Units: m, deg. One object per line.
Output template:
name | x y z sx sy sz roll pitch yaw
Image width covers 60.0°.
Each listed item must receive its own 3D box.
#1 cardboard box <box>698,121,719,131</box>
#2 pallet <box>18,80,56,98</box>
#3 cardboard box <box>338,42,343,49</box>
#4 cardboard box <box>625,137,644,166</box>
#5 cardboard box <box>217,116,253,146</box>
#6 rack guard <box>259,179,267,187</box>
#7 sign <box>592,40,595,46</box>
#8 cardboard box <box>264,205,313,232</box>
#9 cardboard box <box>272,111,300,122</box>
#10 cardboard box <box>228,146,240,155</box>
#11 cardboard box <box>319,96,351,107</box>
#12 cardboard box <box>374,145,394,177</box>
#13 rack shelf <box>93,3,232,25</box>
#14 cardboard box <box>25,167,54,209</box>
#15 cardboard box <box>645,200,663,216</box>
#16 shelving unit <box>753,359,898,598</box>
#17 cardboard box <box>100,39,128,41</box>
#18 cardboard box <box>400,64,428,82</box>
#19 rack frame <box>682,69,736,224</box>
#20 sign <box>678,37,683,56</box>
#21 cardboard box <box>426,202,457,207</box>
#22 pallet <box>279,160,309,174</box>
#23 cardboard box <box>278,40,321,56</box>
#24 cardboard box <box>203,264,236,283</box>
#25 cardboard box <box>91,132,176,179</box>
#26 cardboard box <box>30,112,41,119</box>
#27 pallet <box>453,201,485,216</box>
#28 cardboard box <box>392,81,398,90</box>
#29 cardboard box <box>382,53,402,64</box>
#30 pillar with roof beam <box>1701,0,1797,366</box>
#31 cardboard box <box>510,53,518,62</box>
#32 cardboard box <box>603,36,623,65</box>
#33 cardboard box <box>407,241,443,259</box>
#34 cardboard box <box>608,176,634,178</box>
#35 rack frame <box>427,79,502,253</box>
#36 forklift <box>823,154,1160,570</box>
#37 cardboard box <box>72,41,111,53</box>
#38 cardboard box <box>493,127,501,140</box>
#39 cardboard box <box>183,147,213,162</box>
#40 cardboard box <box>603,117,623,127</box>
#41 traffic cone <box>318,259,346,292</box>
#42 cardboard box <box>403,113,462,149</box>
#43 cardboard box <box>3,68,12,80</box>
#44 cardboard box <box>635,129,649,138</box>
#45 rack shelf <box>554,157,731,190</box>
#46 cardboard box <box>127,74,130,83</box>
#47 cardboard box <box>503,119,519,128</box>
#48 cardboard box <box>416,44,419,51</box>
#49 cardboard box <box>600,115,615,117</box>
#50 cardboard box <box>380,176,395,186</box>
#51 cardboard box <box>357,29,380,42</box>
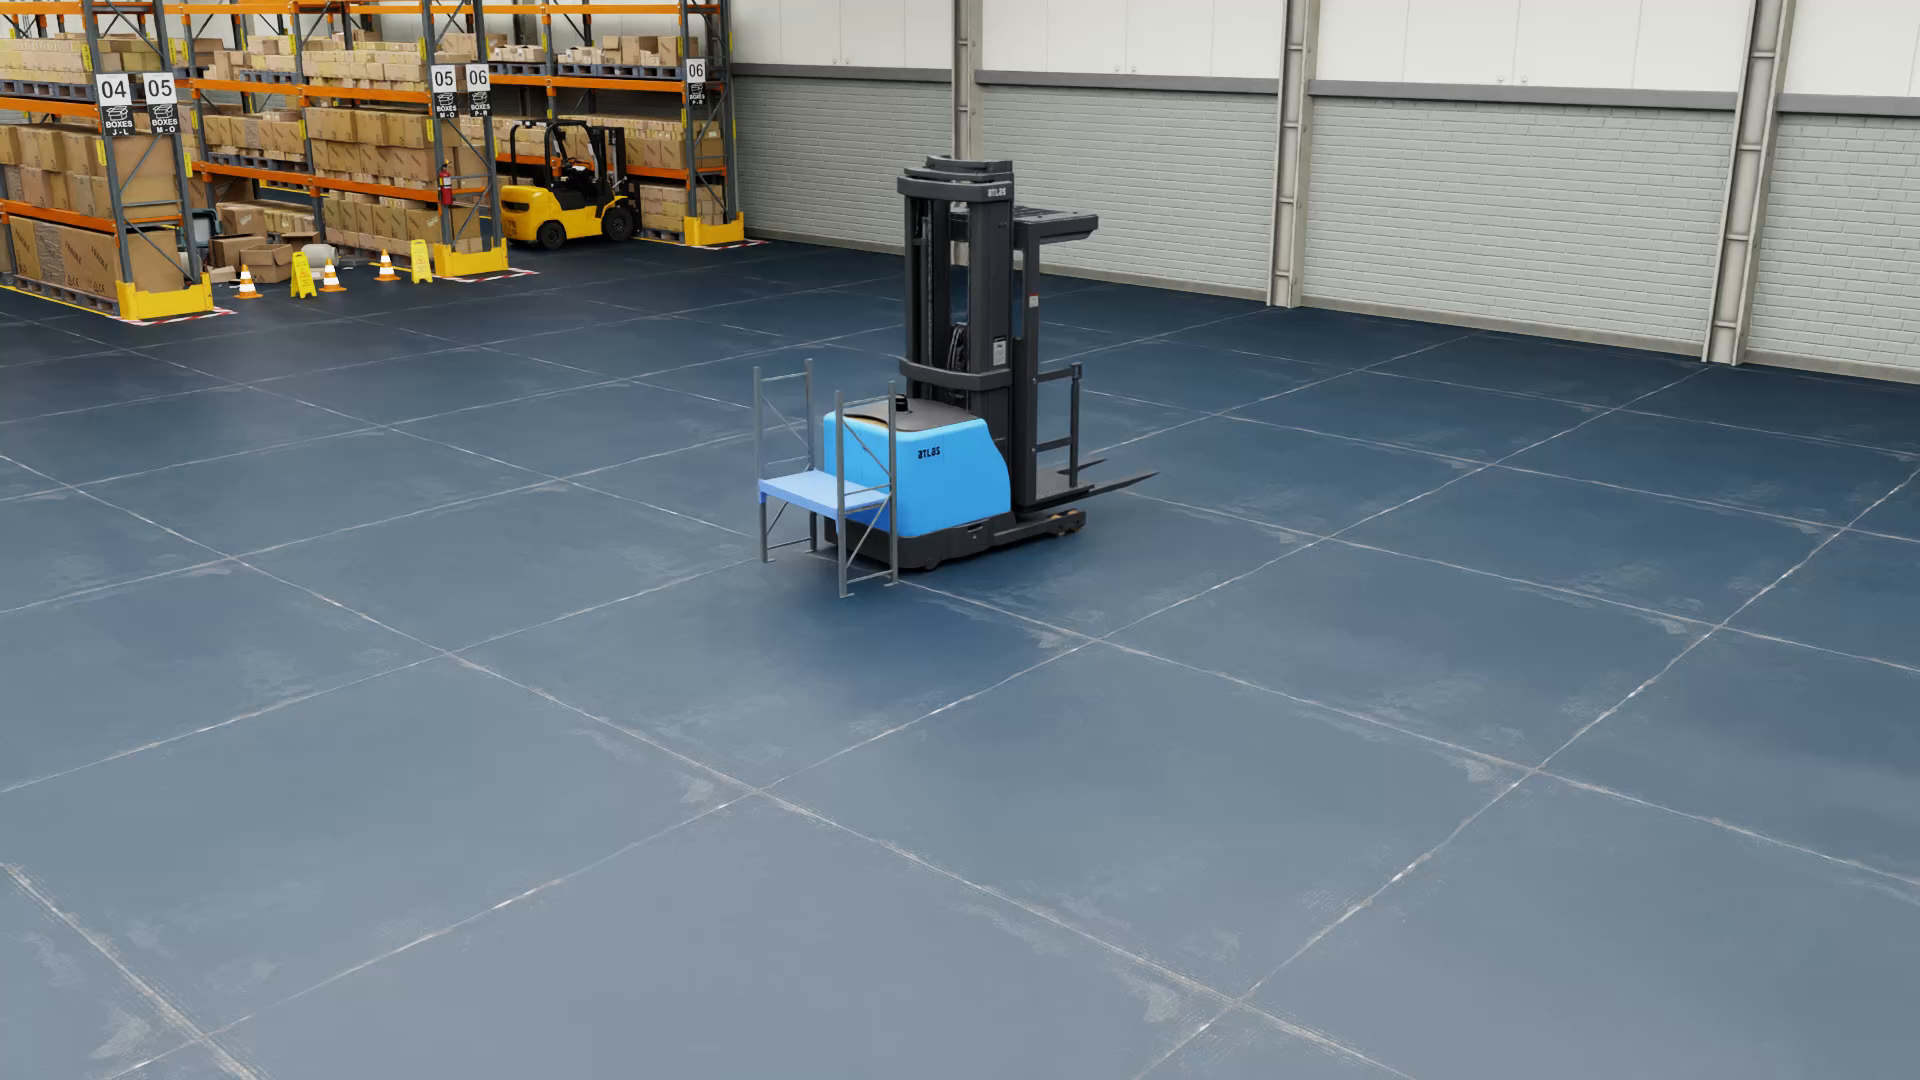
cardboard box | -4.562 -7.441 29.869 0.250 0.149 0.380 14 23 38
pallet | -12.433 -6.341 23.322 1.213 0.211 1.003 15 23 39
cardboard box | -13.249 -10.739 36.096 0.250 0.149 0.380 16 23 40
cardboard box | -5.761 -7.123 30.431 0.500 0.500 0.500 14 23 38
cardboard box | -13.151 -7.453 30.285 0.500 0.500 0.500 17 24 42
rack guard | -16.363 -8.832 40.116 0.348 0.500 1.175 15 23 39
sign | -7.077 -9.469 32.046 0.005 0.325 0.100 15 23 39
cardboard box | -12.192 -5.841 30.208 0.625 0.372 0.950 16 24 41
cardboard box | -11.756 -7.382 28.989 0.250 0.149 0.380 14 22 38
cardboard box | -13.053 -7.092 30.222 0.250 0.149 0.380 15 23 40
cardboard box | -14.365 -10.023 38.251 0.500 0.500 0.500 14 23 38
cardboard box | -9.077 -6.142 26.848 0.500 0.500 0.500 15 23 39
rack shelf | -15.224 -10.036 31.710 4.000 0.370 1.077 15 23 39
cardboard box | -12.911 -5.125 24.055 0.550 0.550 0.875 15 23 39
cardboard box | -5.392 -6.084 30.350 0.500 0.250 0.500 15 23 39
shelving unit | -0.980 -0.469 12.112 0.538 1.500 1.048 -14 22 -38
cardboard box | -11.560 -6.792 22.834 0.250 0.149 0.380 15 23 40
cardboard box | -8.306 -7.244 25.778 0.500 0.250 0.500 15 23 39
rack frame | -4.453 -6.826 29.663 0.127 3.000 1.000 15 23 39
sign | -4.823 -8.521 28.709 0.005 0.325 0.100 15 23 39
cardboard box | -8.577 -5.283 27.411 0.500 0.500 0.500 14 22 37
pallet | -11.212 -6.601 29.269 1.213 0.211 1.003 15 23 39
cardboard box | -11.255 -8.390 28.358 0.500 0.250 0.500 16 23 40
cardboard box | -11.439 -4.134 25.699 0.396 0.266 0.258 -13 22 -36
cardboard box | -11.207 -5.232 22.605 0.550 0.550 0.875 15 23 39
cardboard box | -19.542 -9.279 35.572 0.500 0.500 0.500 14 23 38
pallet | -9.847 -6.930 34.597 1.213 0.211 1.003 15 23 39
cardboard box | -8.727 -7.191 26.267 0.250 0.149 0.380 15 23 40
cardboard box | -8.898 -7.615 26.285 0.250 0.149 0.380 15 23 39
pillar with roof beam | 6.230 -5.441 15.381 0.400 9.000 9.100 15 23 39
cardboard box | -8.469 -9.340 32.178 0.250 0.149 0.380 15 23 39
cardboard box | -6.058 -8.941 30.338 0.637 0.503 0.797 16 24 41
cardboard box | -8.546 -4.699 26.809 0.500 0.250 0.500 15 23 39
cardboard box | -6.559 -6.842 31.911 0.500 0.250 0.500 15 23 38
rack frame | -7.745 -5.703 26.122 0.127 3.000 1.000 15 23 39
forklift | 0.372 -1.532 13.095 3.031 2.935 1.130 -16 23 -40
cardboard box | -11.432 -6.491 21.885 0.250 0.149 0.380 15 23 40
cardboard box | -9.115 -8.148 33.250 0.500 0.250 0.500 15 23 40
cardboard box | -14.279 -7.280 31.341 0.500 0.250 0.500 14 22 37
cardboard box | -6.387 -7.756 30.864 0.250 0.149 0.380 15 23 39
traffic cone | -9.405 -3.969 24.852 0.334 0.463 0.336 15 23 39
cardboard box | -8.272 -6.422 26.078 0.500 0.500 0.700 14 23 38
cardboard box | -13.332 -6.621 23.613 0.250 0.149 0.380 15 23 38
cardboard box | -5.671 -7.395 30.218 0.250 0.149 0.380 14 22 38
rack shelf | -5.949 -6.885 31.037 4.000 0.370 1.077 15 23 39
cardboard box | -11.190 -6.313 22.641 0.250 0.149 0.380 15 23 40
cardboard box | -8.823 -8.255 32.926 0.250 0.149 0.380 15 23 40
cardboard box | -11.016 -10.202 34.436 0.250 0.149 0.380 14 22 37
cardboard box | -6.638 -8.023 31.703 0.250 0.149 0.380 15 23 39
cardboard box | -9.170 -5.851 27.003 0.250 0.149 0.380 15 23 39
cardboard box | -12.934 -11.041 36.365 0.258 0.266 0.396 15 23 39
